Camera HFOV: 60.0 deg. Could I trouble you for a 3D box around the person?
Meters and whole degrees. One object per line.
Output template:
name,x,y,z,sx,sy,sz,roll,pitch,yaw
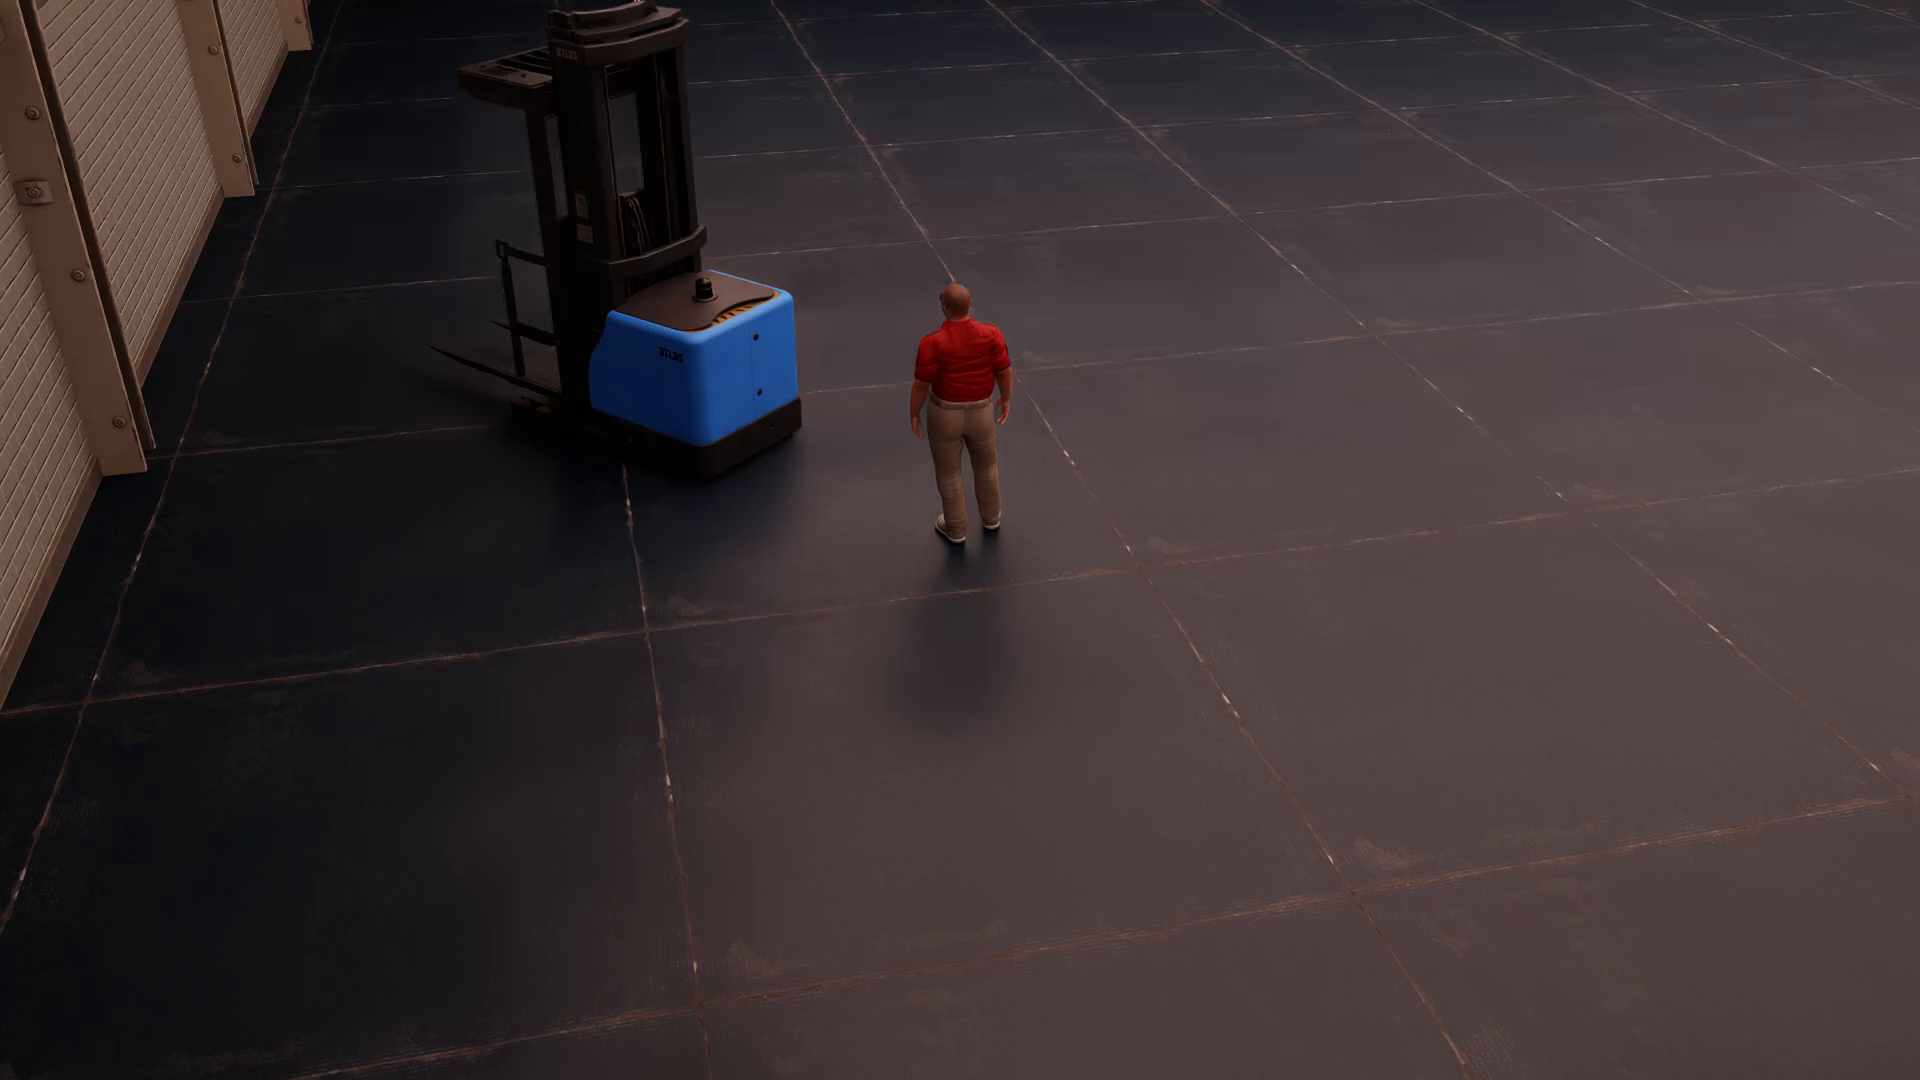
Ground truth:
person,-0.010,-0.800,10.141,0.642,1.727,0.550,-7,31,-12

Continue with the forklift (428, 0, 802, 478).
forklift,-2.611,-2.252,11.464,3.031,2.935,1.130,20,35,30
